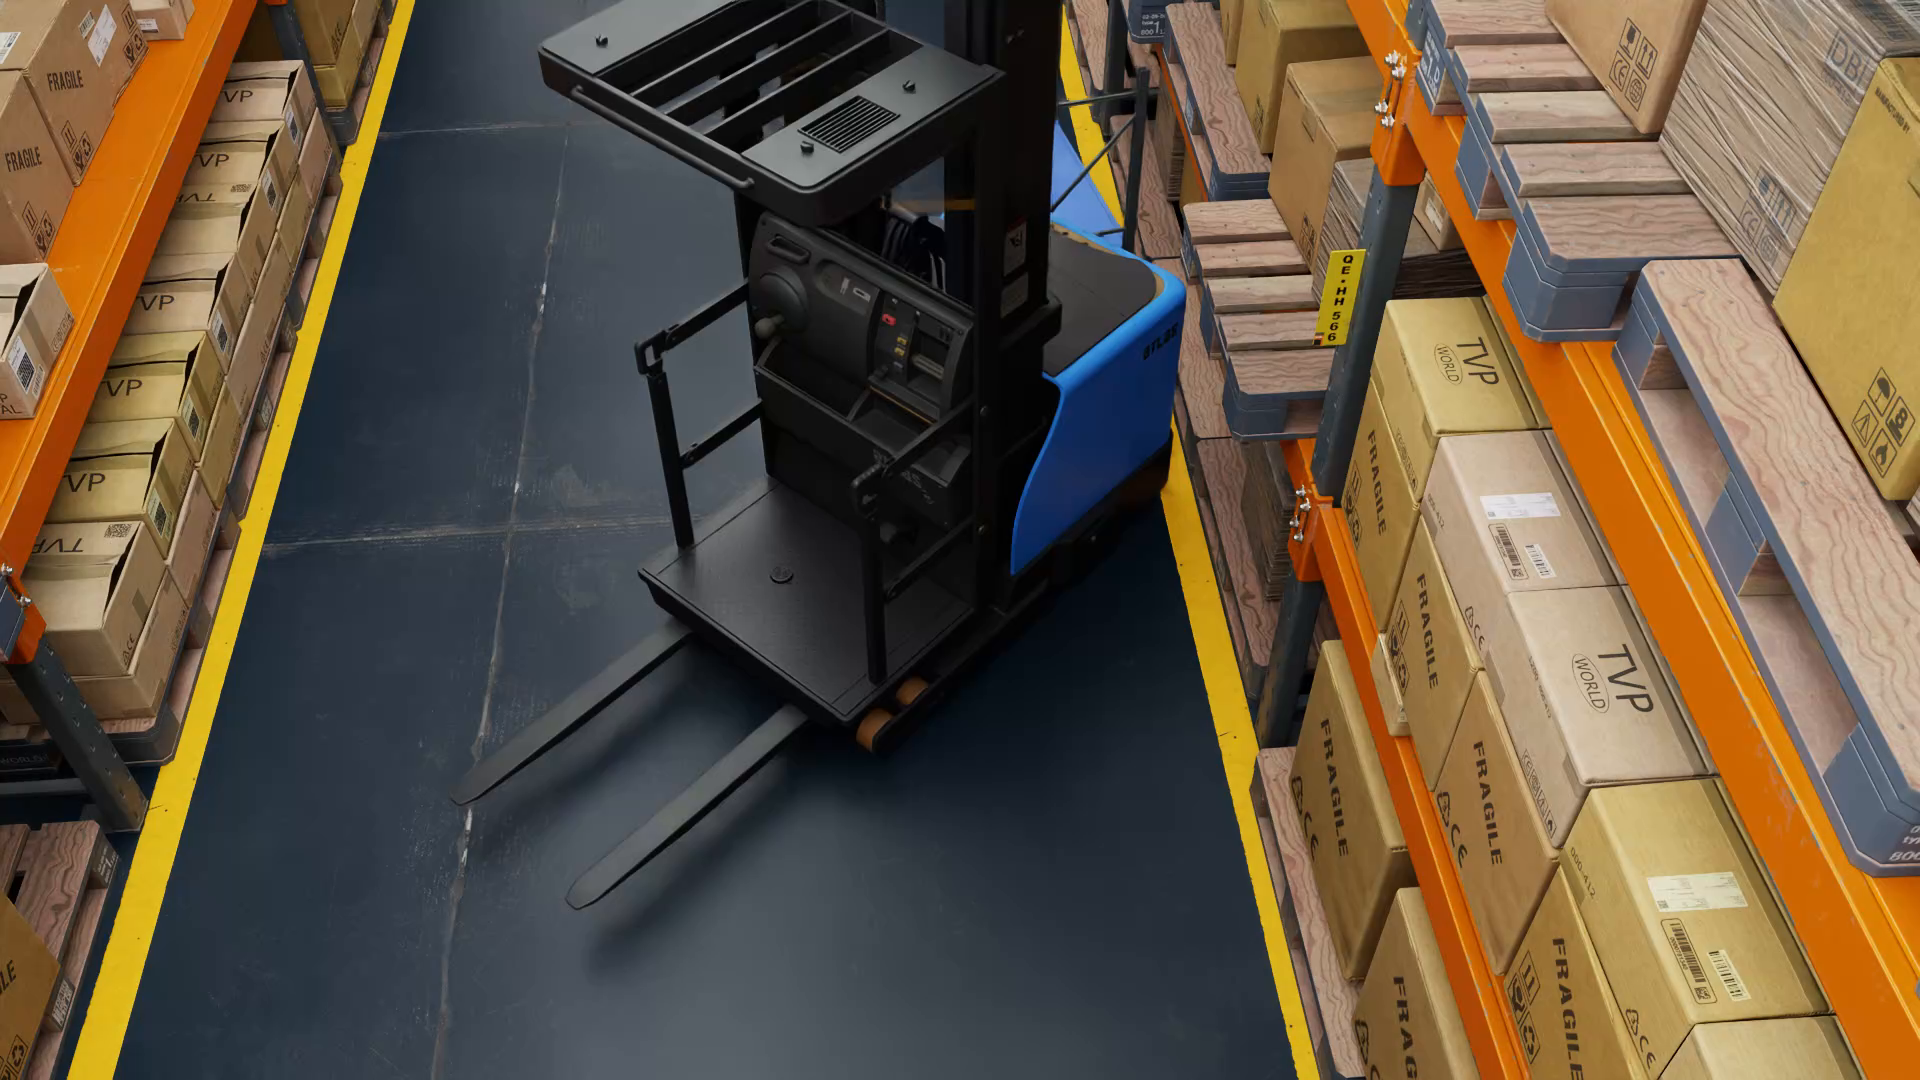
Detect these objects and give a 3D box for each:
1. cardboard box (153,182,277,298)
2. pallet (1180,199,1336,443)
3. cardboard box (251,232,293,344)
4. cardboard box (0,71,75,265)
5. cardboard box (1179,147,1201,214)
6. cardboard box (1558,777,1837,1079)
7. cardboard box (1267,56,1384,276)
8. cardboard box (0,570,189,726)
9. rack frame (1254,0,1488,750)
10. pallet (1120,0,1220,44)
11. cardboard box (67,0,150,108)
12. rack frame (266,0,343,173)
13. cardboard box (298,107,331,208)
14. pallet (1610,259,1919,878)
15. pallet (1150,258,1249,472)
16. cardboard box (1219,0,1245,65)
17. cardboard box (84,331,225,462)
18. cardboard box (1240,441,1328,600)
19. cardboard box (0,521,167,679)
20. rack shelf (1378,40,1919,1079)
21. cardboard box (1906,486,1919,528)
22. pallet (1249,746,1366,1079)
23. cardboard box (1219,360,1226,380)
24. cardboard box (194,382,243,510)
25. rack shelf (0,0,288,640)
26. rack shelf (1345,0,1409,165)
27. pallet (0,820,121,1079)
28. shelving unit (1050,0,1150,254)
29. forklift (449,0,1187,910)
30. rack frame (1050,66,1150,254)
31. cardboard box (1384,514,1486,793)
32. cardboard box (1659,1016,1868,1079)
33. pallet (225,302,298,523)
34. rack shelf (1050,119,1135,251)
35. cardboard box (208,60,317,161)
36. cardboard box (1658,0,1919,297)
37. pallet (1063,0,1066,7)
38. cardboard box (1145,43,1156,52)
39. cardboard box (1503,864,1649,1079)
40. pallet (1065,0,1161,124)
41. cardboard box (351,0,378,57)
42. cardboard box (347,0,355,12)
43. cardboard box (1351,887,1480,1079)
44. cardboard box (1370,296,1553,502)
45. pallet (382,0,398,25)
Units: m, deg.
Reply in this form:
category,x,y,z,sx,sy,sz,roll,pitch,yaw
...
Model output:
category,x,y,z,sx,sy,sz,roll,pitch,yaw
cardboard box,-3.279,-1.301,7.134,0.500,0.311,0.500,-4,47,-3
pallet,1.418,-0.775,5.550,1.213,0.211,1.003,-3,47,-3
cardboard box,-3.280,-1.102,7.332,0.500,0.250,0.500,-3,47,-2
cardboard box,-3.509,-1.275,5.823,0.500,0.500,0.500,-6,47,-5
cardboard box,1.420,-1.615,7.632,0.700,0.500,0.500,-4,47,-4
cardboard box,1.505,0.731,3.188,0.500,0.250,0.500,-4,47,-4
cardboard box,1.460,-1.259,5.505,0.700,0.500,0.500,-7,47,-7
cardboard box,-3.104,0.377,5.932,0.500,0.250,0.500,-4,47,-3
rack frame,1.583,-0.331,4.998,1.000,3.000,0.127,-3,47,-3
pallet,1.168,-2.598,7.276,1.003,0.211,1.213,-3,47,-3
cardboard box,-3.595,-2.018,6.527,0.500,0.500,0.500,0,47,0
rack frame,-3.687,-2.922,7.451,1.000,3.000,0.127,-3,47,-3
cardboard box,-3.364,-1.838,8.029,0.500,0.250,0.500,-4,47,-4
pallet,1.787,-0.026,2.773,1.003,0.211,1.213,-2,47,-1
pallet,1.420,-0.819,7.380,1.003,0.211,1.213,-3,47,-3
cardboard box,1.383,-2.162,6.359,0.700,0.500,0.500,2,47,2
cardboard box,-3.197,-0.565,6.437,0.500,0.311,0.500,-5,47,-4
cardboard box,1.471,-0.141,6.236,0.700,0.500,0.500,-3,47,-3
cardboard box,-3.104,0.184,5.728,0.500,0.311,0.500,-2,47,-2
rack shelf,1.751,0.332,2.800,1.077,0.370,4.000,-3,47,-3
cardboard box,1.865,-0.063,2.306,0.700,0.500,0.500,-4,47,-3
pallet,1.574,1.202,5.466,1.003,0.211,1.213,-3,47,-3
cardboard box,1.474,-0.878,6.935,0.700,0.500,0.500,-4,47,-4
cardboard box,-3.196,-0.363,6.632,0.500,0.250,0.500,-5,47,-4
rack shelf,-3.520,-1.227,6.342,1.077,0.370,4.000,-3,47,-3
rack shelf,1.416,-2.562,5.540,1.077,0.370,4.000,-3,47,-3
pallet,-3.328,1.474,5.209,1.003,0.211,1.213,-3,47,-3
shelving unit,0.348,-1.608,7.240,0.538,1.500,1.048,-12,48,-11
forklift,-0.484,-0.657,5.354,1.130,2.935,3.031,32,54,27
rack frame,0.489,-1.254,6.904,0.500,1.500,0.032,-12,48,-11
cardboard box,1.404,0.272,4.139,0.500,0.500,0.500,-2,47,-2
cardboard box,1.548,1.099,2.839,0.500,0.250,0.500,-3,47,-3
pallet,-3.482,-0.547,7.123,1.003,0.211,1.213,-3,47,-3
rack shelf,0.348,-1.484,7.371,0.538,0.185,1.000,-12,48,-11
cardboard box,-3.368,-2.038,7.832,0.500,0.311,0.500,-3,47,-3
cardboard box,1.778,-0.821,3.024,0.700,0.500,0.500,-6,47,-5
pallet,1.052,-3.635,10.047,1.003,0.211,1.213,-3,47,-3
cardboard box,1.174,-2.788,8.973,0.380,0.166,0.250,-9,47,-8
cardboard box,1.495,1.007,3.443,0.500,0.500,0.500,-2,47,-2
pallet,1.157,-2.750,9.209,1.003,0.211,1.213,-3,47,-3
cardboard box,-3.461,-2.837,8.975,0.500,0.250,0.500,-3,47,-3
cardboard box,-3.464,-3.094,8.703,0.500,0.500,0.500,-3,47,-3
cardboard box,1.581,1.438,4.514,0.750,0.750,0.750,-4,47,-3
cardboard box,1.367,-0.368,4.228,0.500,0.250,0.500,-2,47,-2
pallet,-3.818,-3.425,9.849,1.003,0.211,1.213,-3,47,-3
